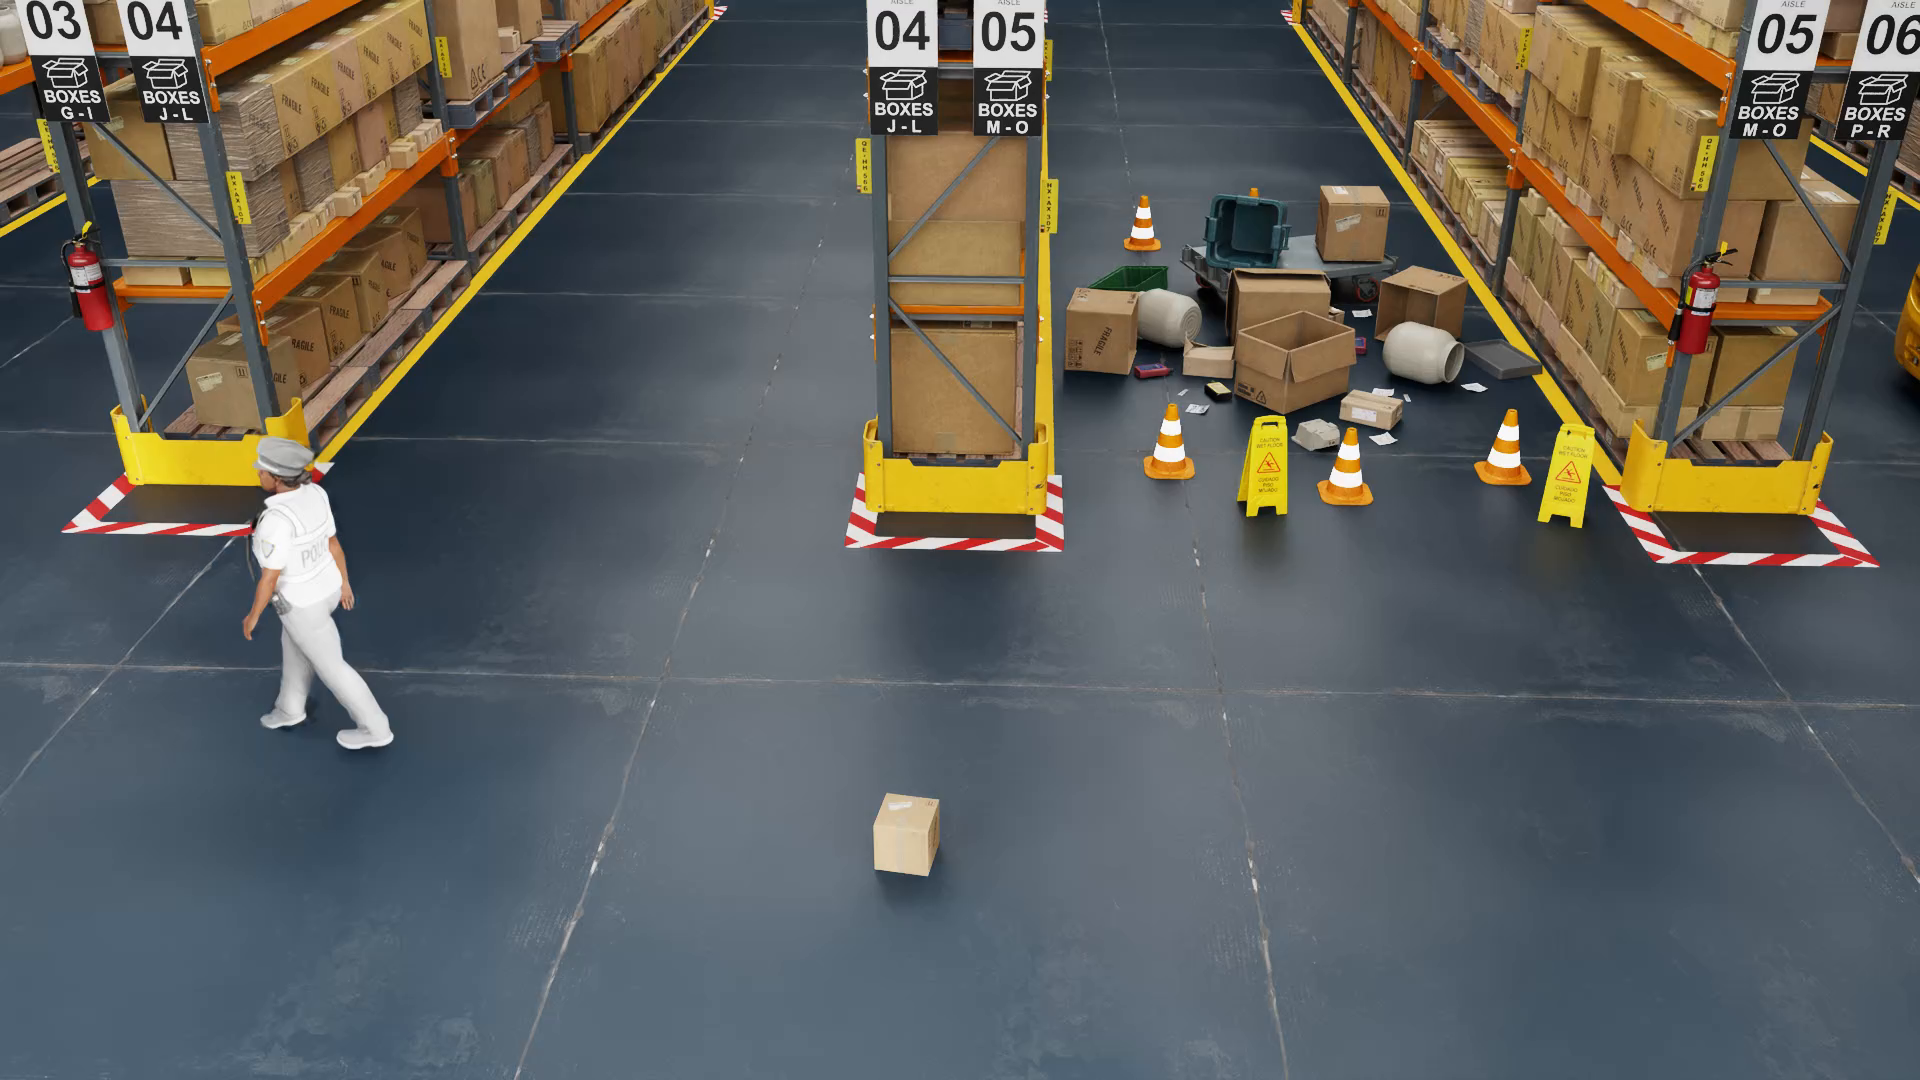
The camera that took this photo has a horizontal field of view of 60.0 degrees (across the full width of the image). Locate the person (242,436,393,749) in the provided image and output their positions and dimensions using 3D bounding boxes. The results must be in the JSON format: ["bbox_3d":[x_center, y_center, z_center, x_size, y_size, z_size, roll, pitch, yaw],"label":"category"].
[{"bbox_3d":[-3.244,0.290,8.059,0.793,1.708,0.486,3,28,6],"label":"person"}]
